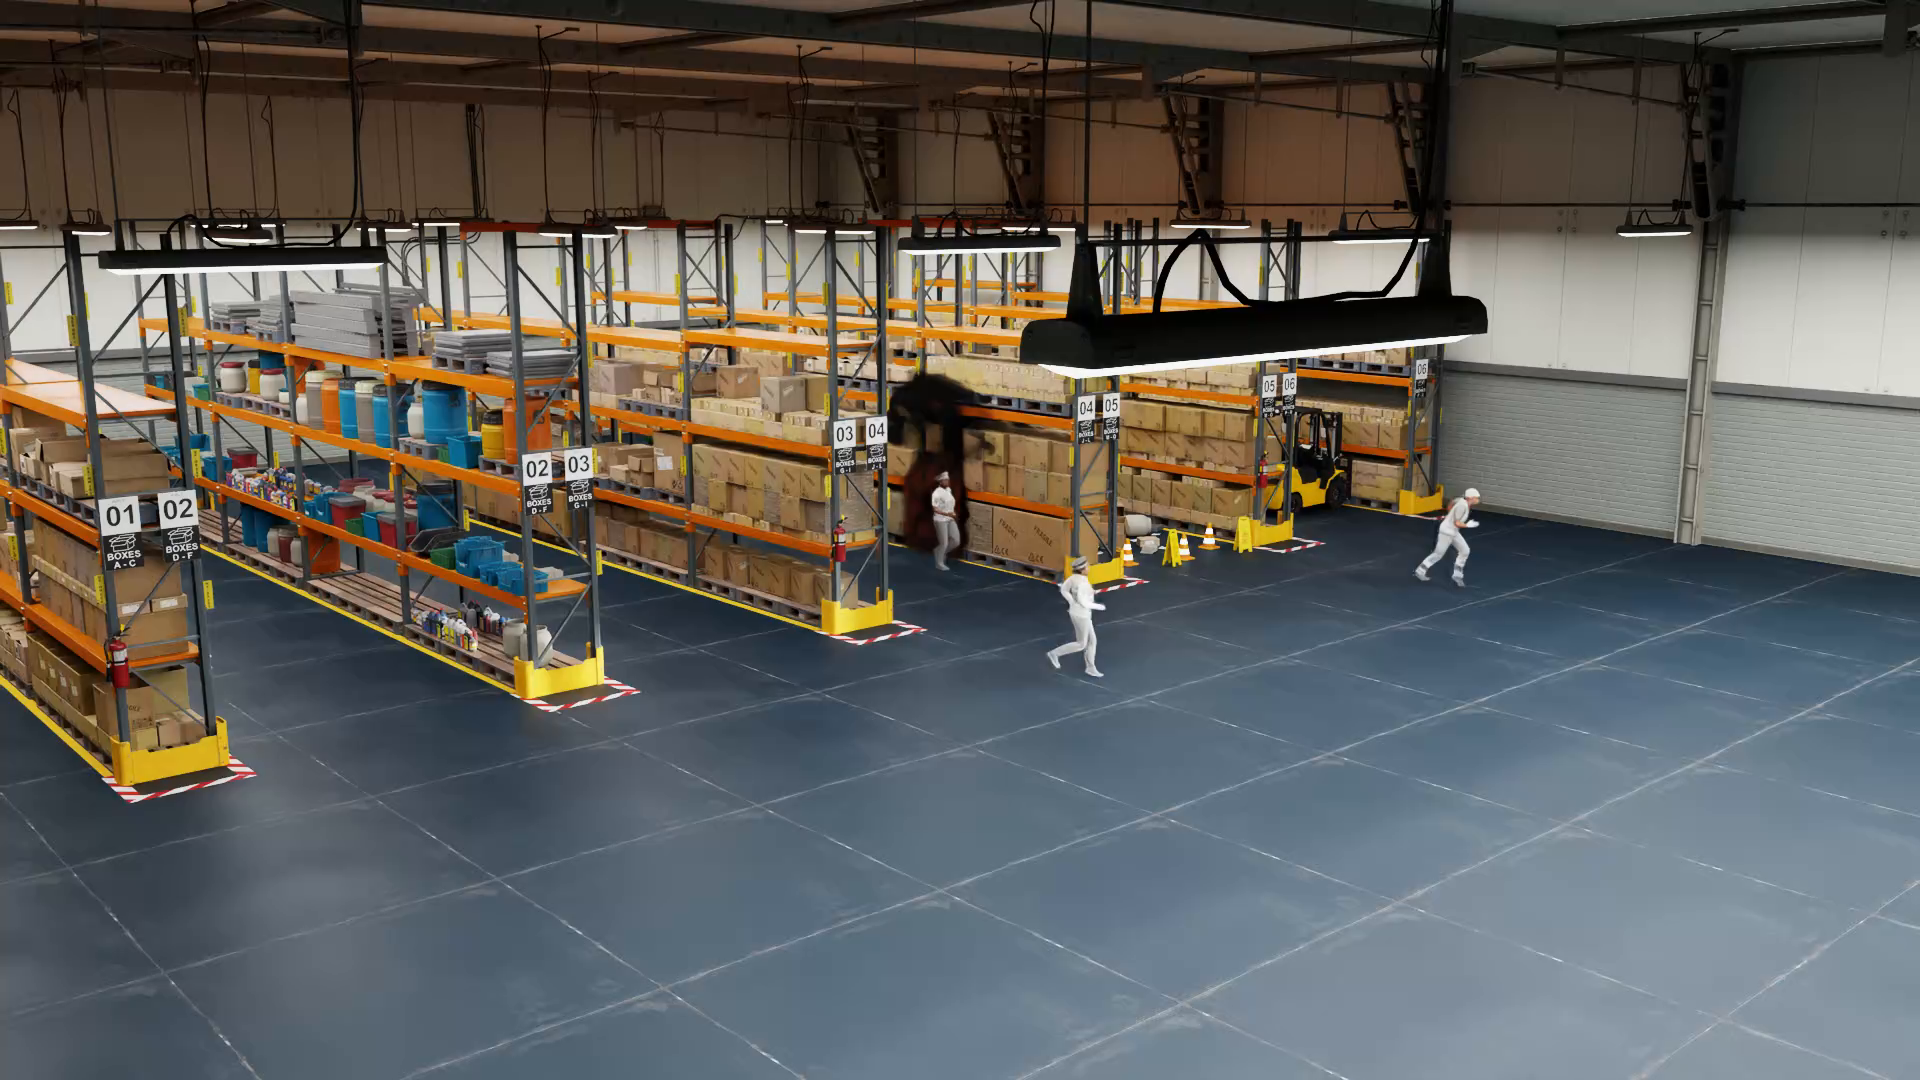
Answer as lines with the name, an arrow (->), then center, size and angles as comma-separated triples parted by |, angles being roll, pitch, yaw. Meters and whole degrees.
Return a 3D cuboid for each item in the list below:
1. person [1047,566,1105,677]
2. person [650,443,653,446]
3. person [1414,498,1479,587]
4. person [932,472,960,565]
person -> 1.570, 1.083, 22.532 | 0.817, 1.653, 0.620 | -2, 12, -8
person -> -7.615, -3.015, 41.656 | 0.508, 1.514, 0.656 | -10, 15, -40
person -> 8.199, 0.048, 27.994 | 1.007, 1.537, 0.672 | 5, 12, 23
person -> -0.207, -0.353, 27.791 | 0.497, 1.593, 0.569 | 9, 14, 37
